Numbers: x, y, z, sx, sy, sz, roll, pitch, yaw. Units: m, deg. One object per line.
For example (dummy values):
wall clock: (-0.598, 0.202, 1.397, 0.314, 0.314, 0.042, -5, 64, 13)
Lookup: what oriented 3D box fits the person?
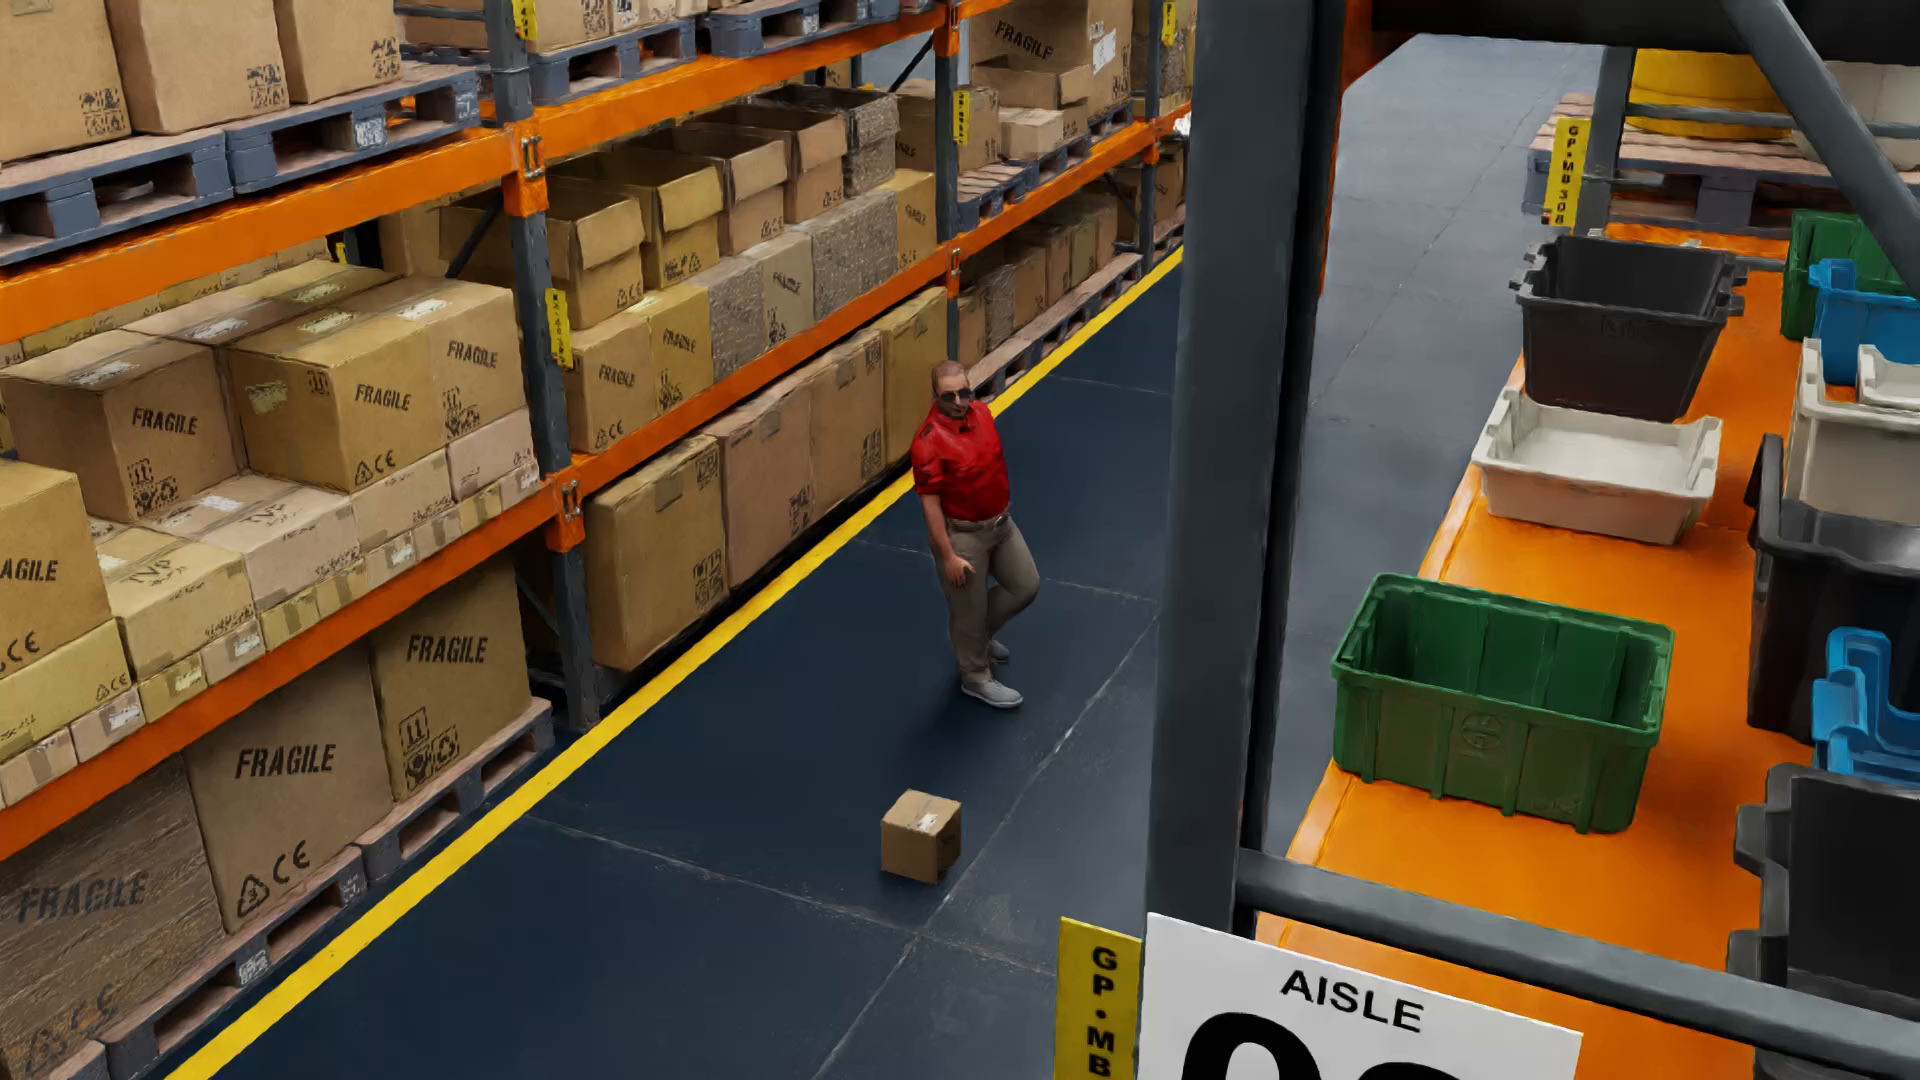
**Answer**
person: (0.089, -0.028, 7.665, 0.469, 1.717, 0.660, 18, 31, 32)
